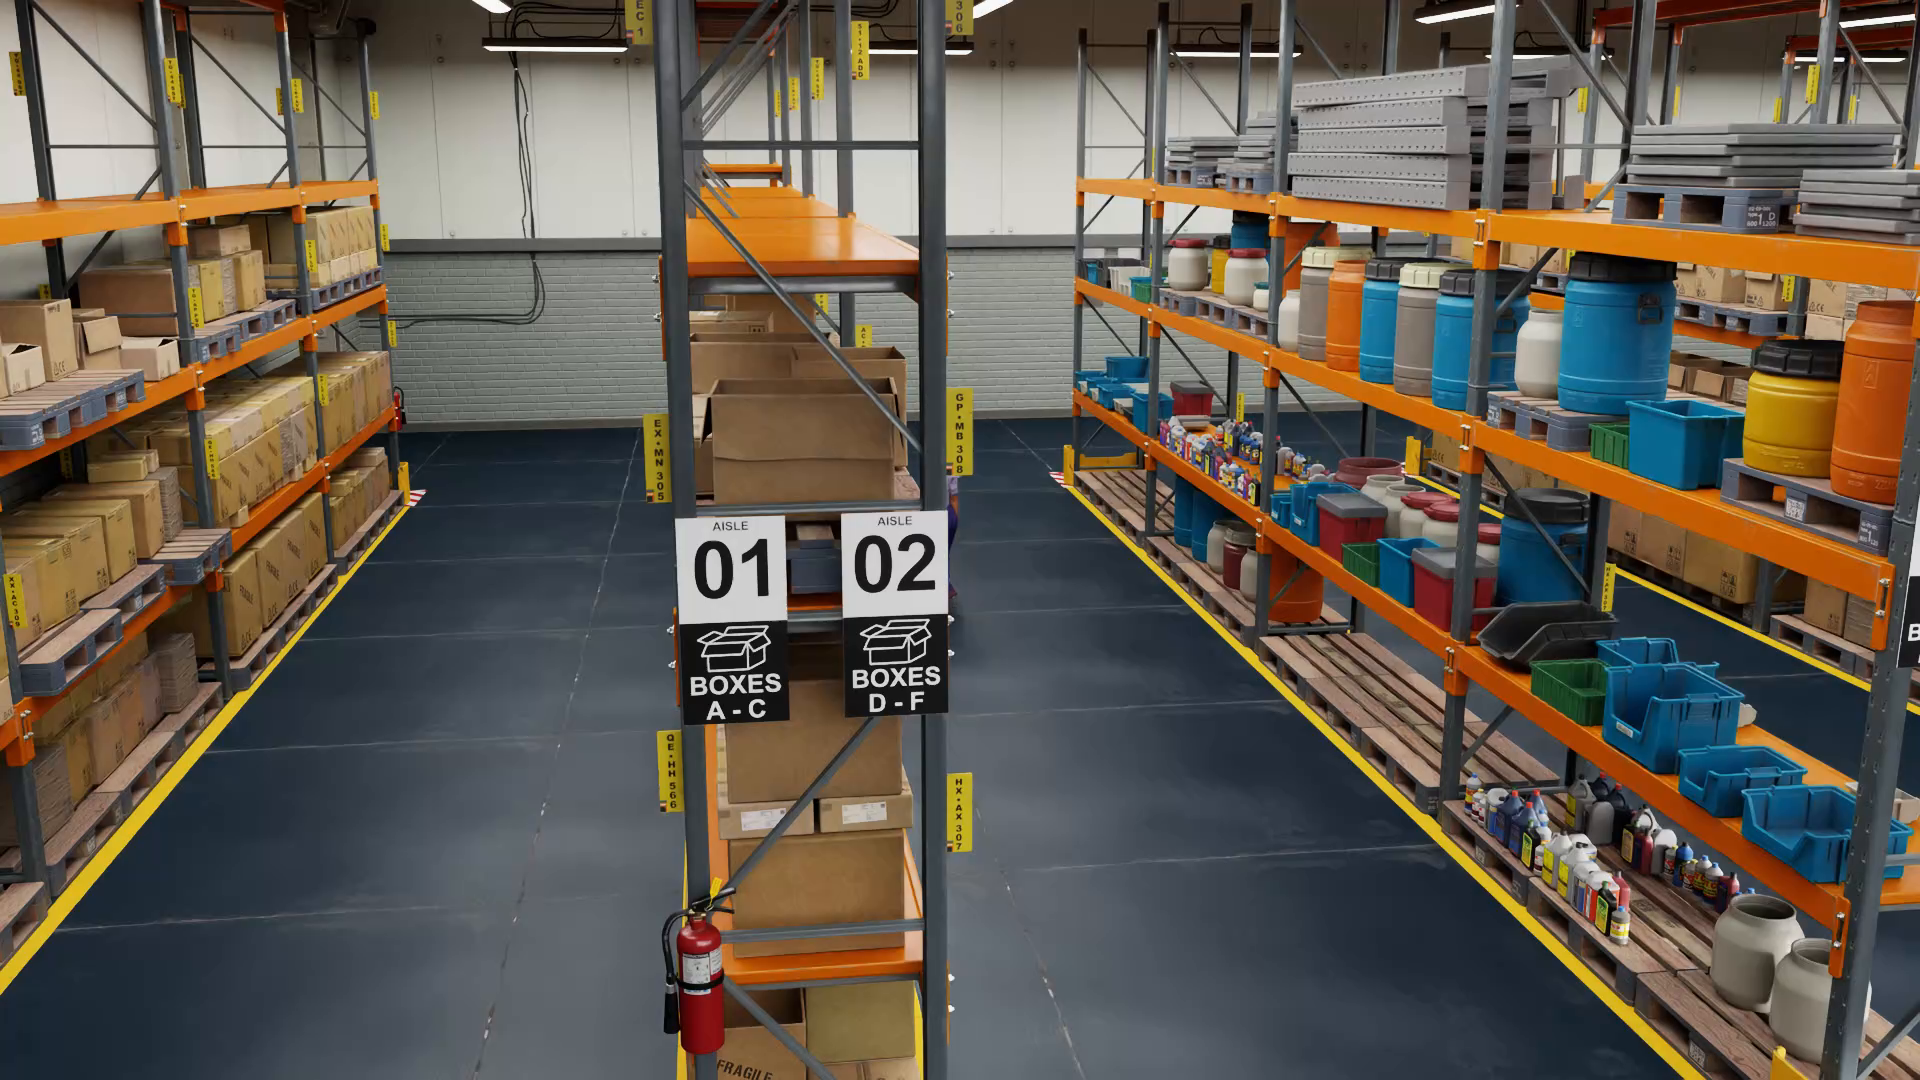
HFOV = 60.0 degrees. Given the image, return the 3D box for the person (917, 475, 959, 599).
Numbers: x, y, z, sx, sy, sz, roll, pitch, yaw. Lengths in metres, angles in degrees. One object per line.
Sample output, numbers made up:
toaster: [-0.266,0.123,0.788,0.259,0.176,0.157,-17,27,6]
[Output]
person: [-0.198,-0.134,16.539,0.639,1.640,0.539,13,18,43]
